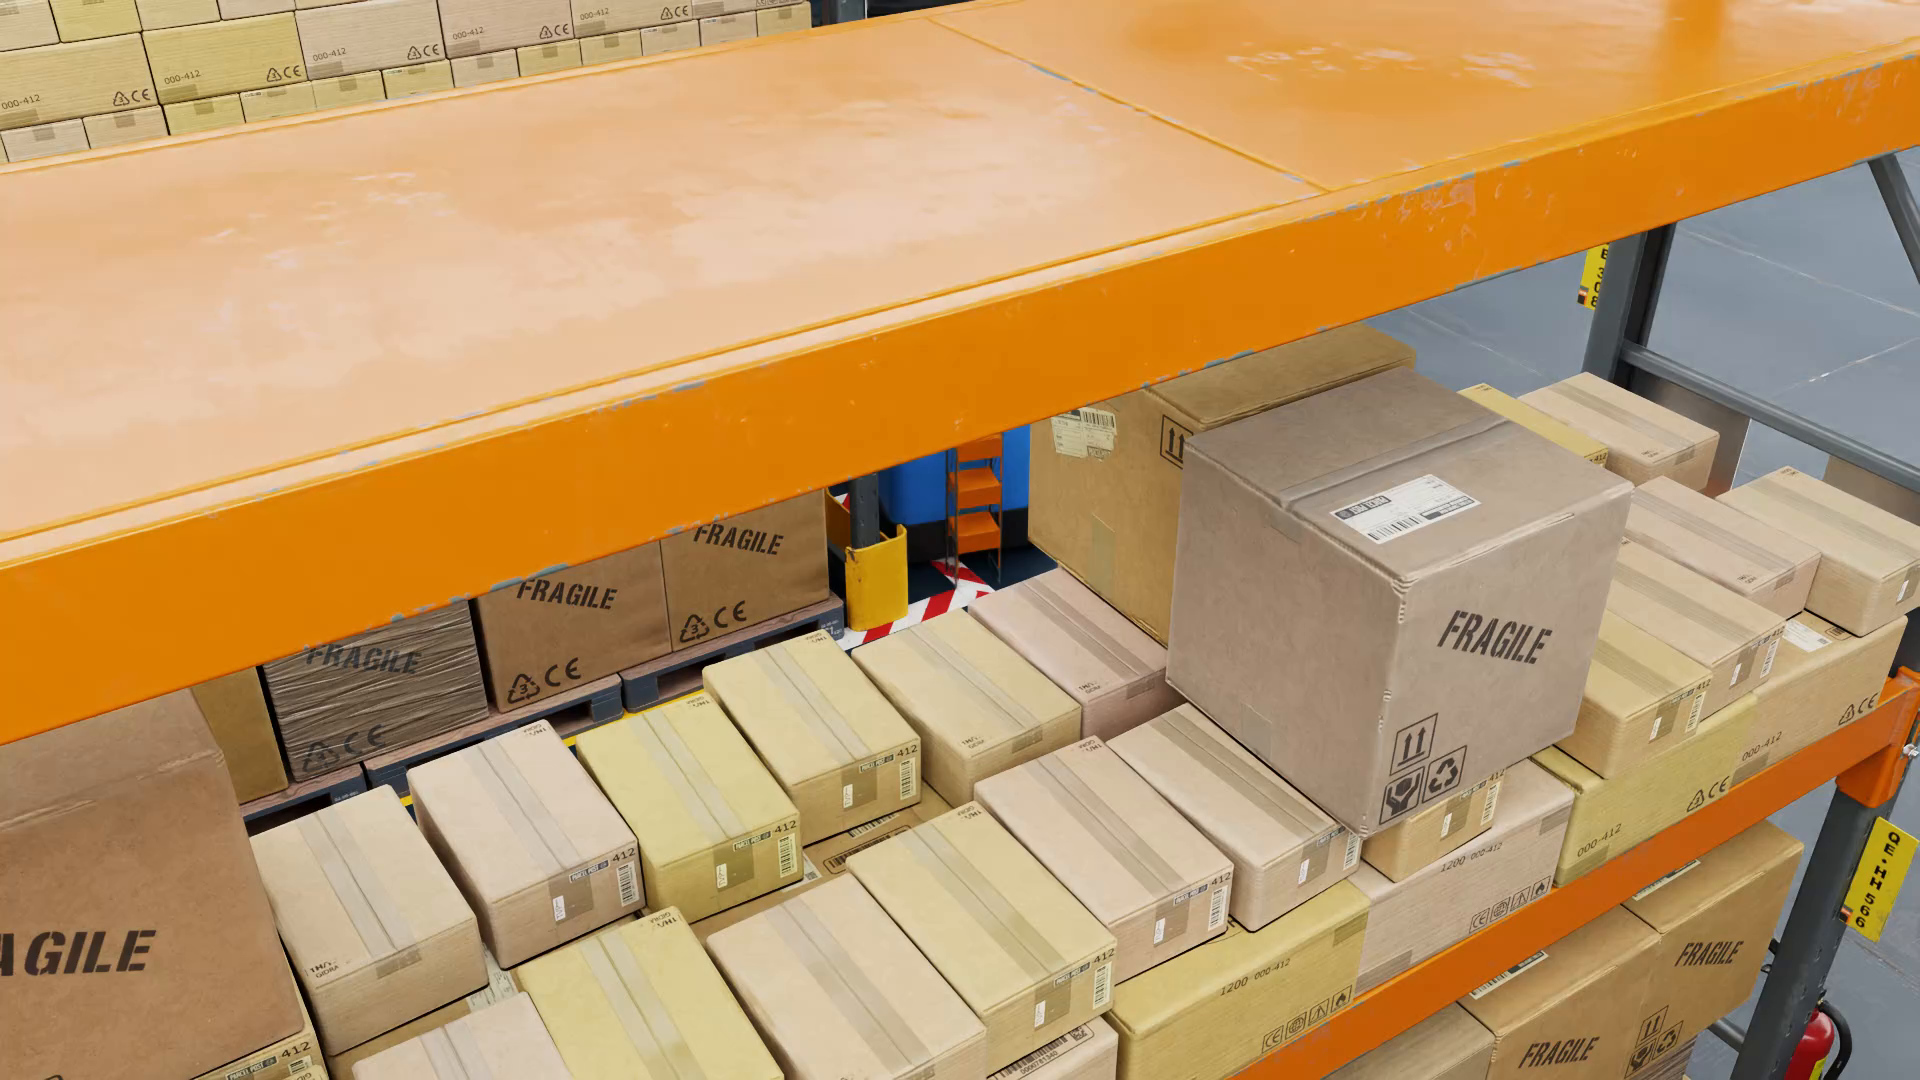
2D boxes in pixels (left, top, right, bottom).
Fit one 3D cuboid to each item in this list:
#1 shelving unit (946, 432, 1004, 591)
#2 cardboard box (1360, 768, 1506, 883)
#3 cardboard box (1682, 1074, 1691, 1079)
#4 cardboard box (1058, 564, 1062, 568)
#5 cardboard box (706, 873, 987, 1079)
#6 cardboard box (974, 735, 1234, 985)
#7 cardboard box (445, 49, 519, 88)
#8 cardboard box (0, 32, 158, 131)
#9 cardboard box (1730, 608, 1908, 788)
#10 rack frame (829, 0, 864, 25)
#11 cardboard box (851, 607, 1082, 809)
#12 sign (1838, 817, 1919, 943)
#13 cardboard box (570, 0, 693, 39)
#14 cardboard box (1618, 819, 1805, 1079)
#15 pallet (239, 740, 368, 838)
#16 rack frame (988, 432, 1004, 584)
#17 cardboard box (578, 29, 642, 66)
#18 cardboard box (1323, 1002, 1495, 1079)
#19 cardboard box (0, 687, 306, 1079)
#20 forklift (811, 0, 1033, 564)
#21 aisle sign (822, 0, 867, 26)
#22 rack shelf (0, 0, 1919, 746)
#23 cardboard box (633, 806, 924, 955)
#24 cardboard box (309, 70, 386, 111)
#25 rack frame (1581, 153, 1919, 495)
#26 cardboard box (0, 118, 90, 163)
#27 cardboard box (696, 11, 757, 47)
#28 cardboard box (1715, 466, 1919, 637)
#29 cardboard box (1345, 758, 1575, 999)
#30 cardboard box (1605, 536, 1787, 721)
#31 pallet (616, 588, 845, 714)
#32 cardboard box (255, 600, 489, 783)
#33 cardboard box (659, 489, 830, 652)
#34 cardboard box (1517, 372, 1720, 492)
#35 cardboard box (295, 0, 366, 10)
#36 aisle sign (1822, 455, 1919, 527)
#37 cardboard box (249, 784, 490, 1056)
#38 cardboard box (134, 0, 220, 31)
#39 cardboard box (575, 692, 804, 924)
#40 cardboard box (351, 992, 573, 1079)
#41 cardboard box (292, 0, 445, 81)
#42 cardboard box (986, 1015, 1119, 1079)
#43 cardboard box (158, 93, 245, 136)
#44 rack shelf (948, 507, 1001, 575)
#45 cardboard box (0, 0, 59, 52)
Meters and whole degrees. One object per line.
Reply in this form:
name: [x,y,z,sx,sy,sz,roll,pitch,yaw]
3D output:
shelving unit: [0.072,-0.236,8.757,0.252,1.050,0.215,-9,35,-14]
cardboard box: [0.711,0.389,2.899,0.250,0.149,0.380,-21,38,-30]
cardboard box: [1.745,1.451,4.495,0.250,0.149,0.380,-19,37,-27]
cardboard box: [0.405,0.133,3.305,0.250,0.149,0.380,-21,38,-29]
cardboard box: [-0.168,0.692,2.418,0.250,0.149,0.380,-20,37,-28]
cardboard box: [0.225,0.513,2.702,0.250,0.149,0.380,-18,36,-26]
cardboard box: [-1.893,-1.851,6.431,0.250,0.149,0.380,-19,37,-27]
cardboard box: [-3.105,-1.641,5.724,0.500,0.250,0.500,-19,37,-28]
cardboard box: [1.605,0.218,3.544,0.500,0.250,0.500,-18,36,-26]
rack frame: [-0.729,-3.621,6.677,0.127,3.000,1.000,-19,37,-27]
cardboard box: [0.007,0.307,3.029,0.250,0.149,0.380,-20,38,-29]
sign: [2.157,0.801,3.909,0.005,0.325,0.100,-19,37,-27]
cardboard box: [-1.410,-2.223,6.648,0.500,0.250,0.500,-19,37,-27]
cardboard box: [1.545,0.849,3.905,0.500,0.500,0.500,-19,37,-27]
pallet: [-3.410,1.067,7.482,1.213,0.211,1.003,-19,37,-27]
rack frame: [0.189,-0.255,8.787,0.008,1.050,0.200,-9,35,-14]
cardboard box: [-1.466,-1.998,6.664,0.250,0.149,0.380,-19,37,-27]
cardboard box: [0.706,1.139,3.444,0.500,0.500,0.500,-19,37,-27]
cardboard box: [-1.249,0.434,2.220,0.500,0.500,0.500,-20,37,-29]
forklift: [-0.288,-1.888,9.618,1.130,2.935,3.031,-9,33,-14]
aisle sign: [-0.507,-2.069,7.403,0.004,0.787,0.394,-19,37,-27]
rack shelf: [0.192,-0.484,2.381,4.000,0.370,1.077,-19,37,-27]
cardboard box: [-0.377,0.576,2.976,0.500,0.250,0.500,-19,37,-28]
cardboard box: [-2.323,-1.702,6.195,0.250,0.149,0.380,-18,37,-27]
rack frame: [1.873,-1.367,3.105,0.127,3.000,1.000,-19,37,-27]
cardboard box: [-3.174,-1.410,5.731,0.250,0.149,0.380,-19,37,-27]
cardboard box: [-1.037,-2.145,6.898,0.250,0.149,0.380,-19,37,-27]
cardboard box: [1.809,0.016,3.490,0.250,0.149,0.380,-19,37,-27]
cardboard box: [0.752,0.508,3.084,0.500,0.250,0.500,-18,36,-26]
cardboard box: [1.356,0.167,3.251,0.250,0.149,0.380,-21,38,-29]
pallet: [-1.359,0.362,8.600,1.213,0.211,1.003,-19,37,-27]
cardboard box: [-2.769,0.381,7.554,0.875,0.875,0.875,-19,37,-27]
cardboard box: [-1.263,-0.137,8.375,0.875,0.875,0.875,-19,37,-27]
cardboard box: [1.516,-0.228,3.877,0.250,0.149,0.380,-19,37,-28]
cardboard box: [-2.323,-2.039,5.982,0.250,0.149,0.380,-19,37,-27]
aisle sign: [2.088,0.187,3.827,0.004,0.787,0.394,-19,37,-27]
cardboard box: [-0.934,0.581,2.594,0.250,0.149,0.380,-21,38,-30]
cardboard box: [-2.745,-1.895,5.754,0.250,0.149,0.380,-19,37,-27]
cardboard box: [-0.459,0.448,2.805,0.250,0.149,0.380,-18,36,-26]
cardboard box: [-0.622,0.820,2.216,0.250,0.149,0.380,-19,37,-27]
cardboard box: [-2.257,-1.933,6.188,0.500,0.250,0.500,-19,37,-27]
cardboard box: [-0.107,0.812,2.603,0.500,0.250,0.500,-21,38,-29]
cardboard box: [-2.747,-1.557,5.966,0.250,0.149,0.380,-20,37,-28]
rack shelf: [0.071,0.005,8.916,0.240,0.259,0.215,-9,35,-14]
cardboard box: [-3.175,-1.747,5.519,0.250,0.149,0.380,-19,37,-28]
